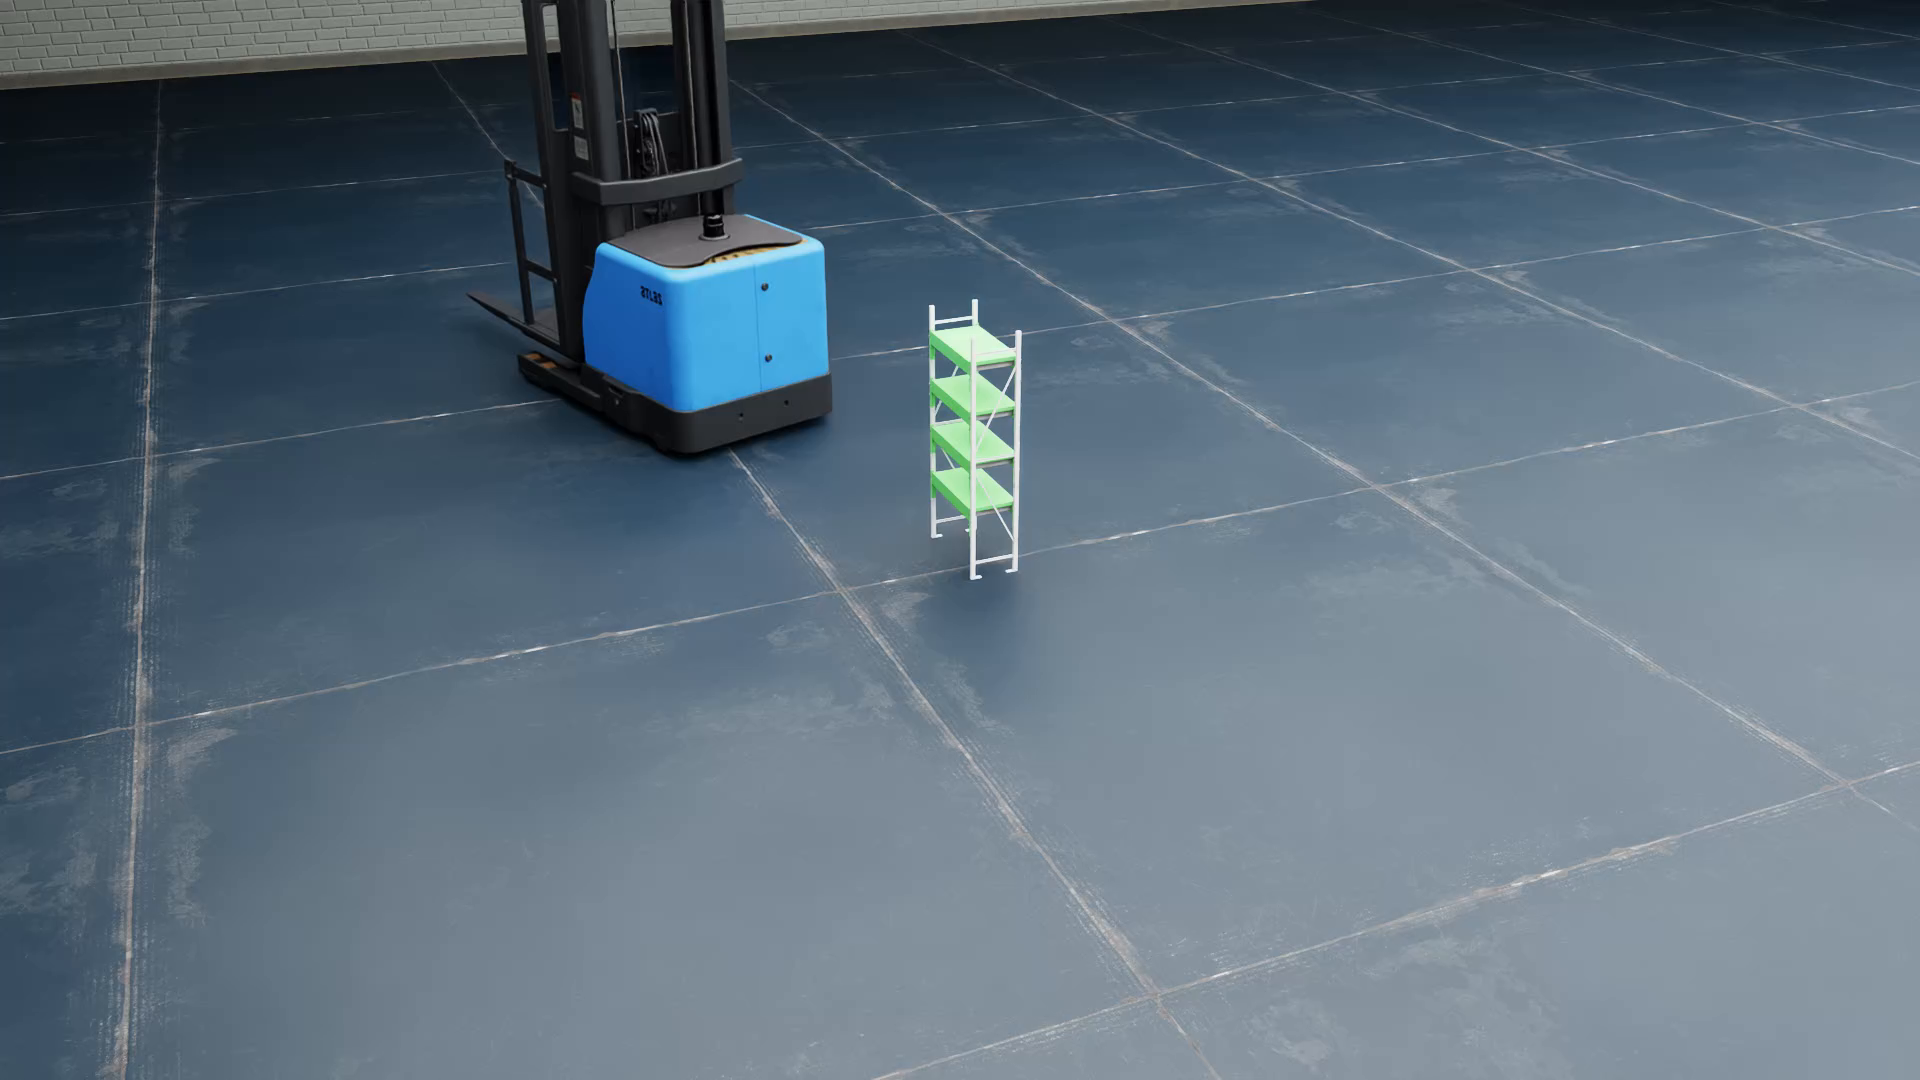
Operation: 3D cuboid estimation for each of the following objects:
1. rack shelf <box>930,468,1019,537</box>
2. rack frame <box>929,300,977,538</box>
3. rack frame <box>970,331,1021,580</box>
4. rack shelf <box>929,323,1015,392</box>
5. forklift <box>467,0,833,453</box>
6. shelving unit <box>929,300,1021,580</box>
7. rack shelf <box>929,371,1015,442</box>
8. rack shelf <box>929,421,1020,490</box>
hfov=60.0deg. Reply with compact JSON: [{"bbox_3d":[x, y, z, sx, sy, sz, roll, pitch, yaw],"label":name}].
[{"bbox_3d":[0.065,-0.199,7.983,0.258,0.148,0.480,-11,28,-21],"label":"rack shelf"},{"bbox_3d":[-0.031,-0.571,8.052,0.240,1.200,0.015,-11,28,-21],"label":"rack frame"},{"bbox_3d":[0.160,-0.374,7.648,0.240,1.200,0.015,-11,28,-21],"label":"rack frame"},{"bbox_3d":[0.065,-0.846,7.667,0.258,0.148,0.480,-11,28,-21],"label":"rack shelf"},{"bbox_3d":[-2.072,-2.361,9.746,1.130,2.935,3.031,-20,33,-35],"label":"forklift"},{"bbox_3d":[0.065,-0.472,7.850,0.258,1.200,0.503,-11,28,-21],"label":"shelving unit"},{"bbox_3d":[0.065,-0.631,7.773,0.258,0.148,0.480,-11,28,-21],"label":"rack shelf"},{"bbox_3d":[0.065,-0.415,7.878,0.258,0.148,0.480,-11,28,-21],"label":"rack shelf"}]
